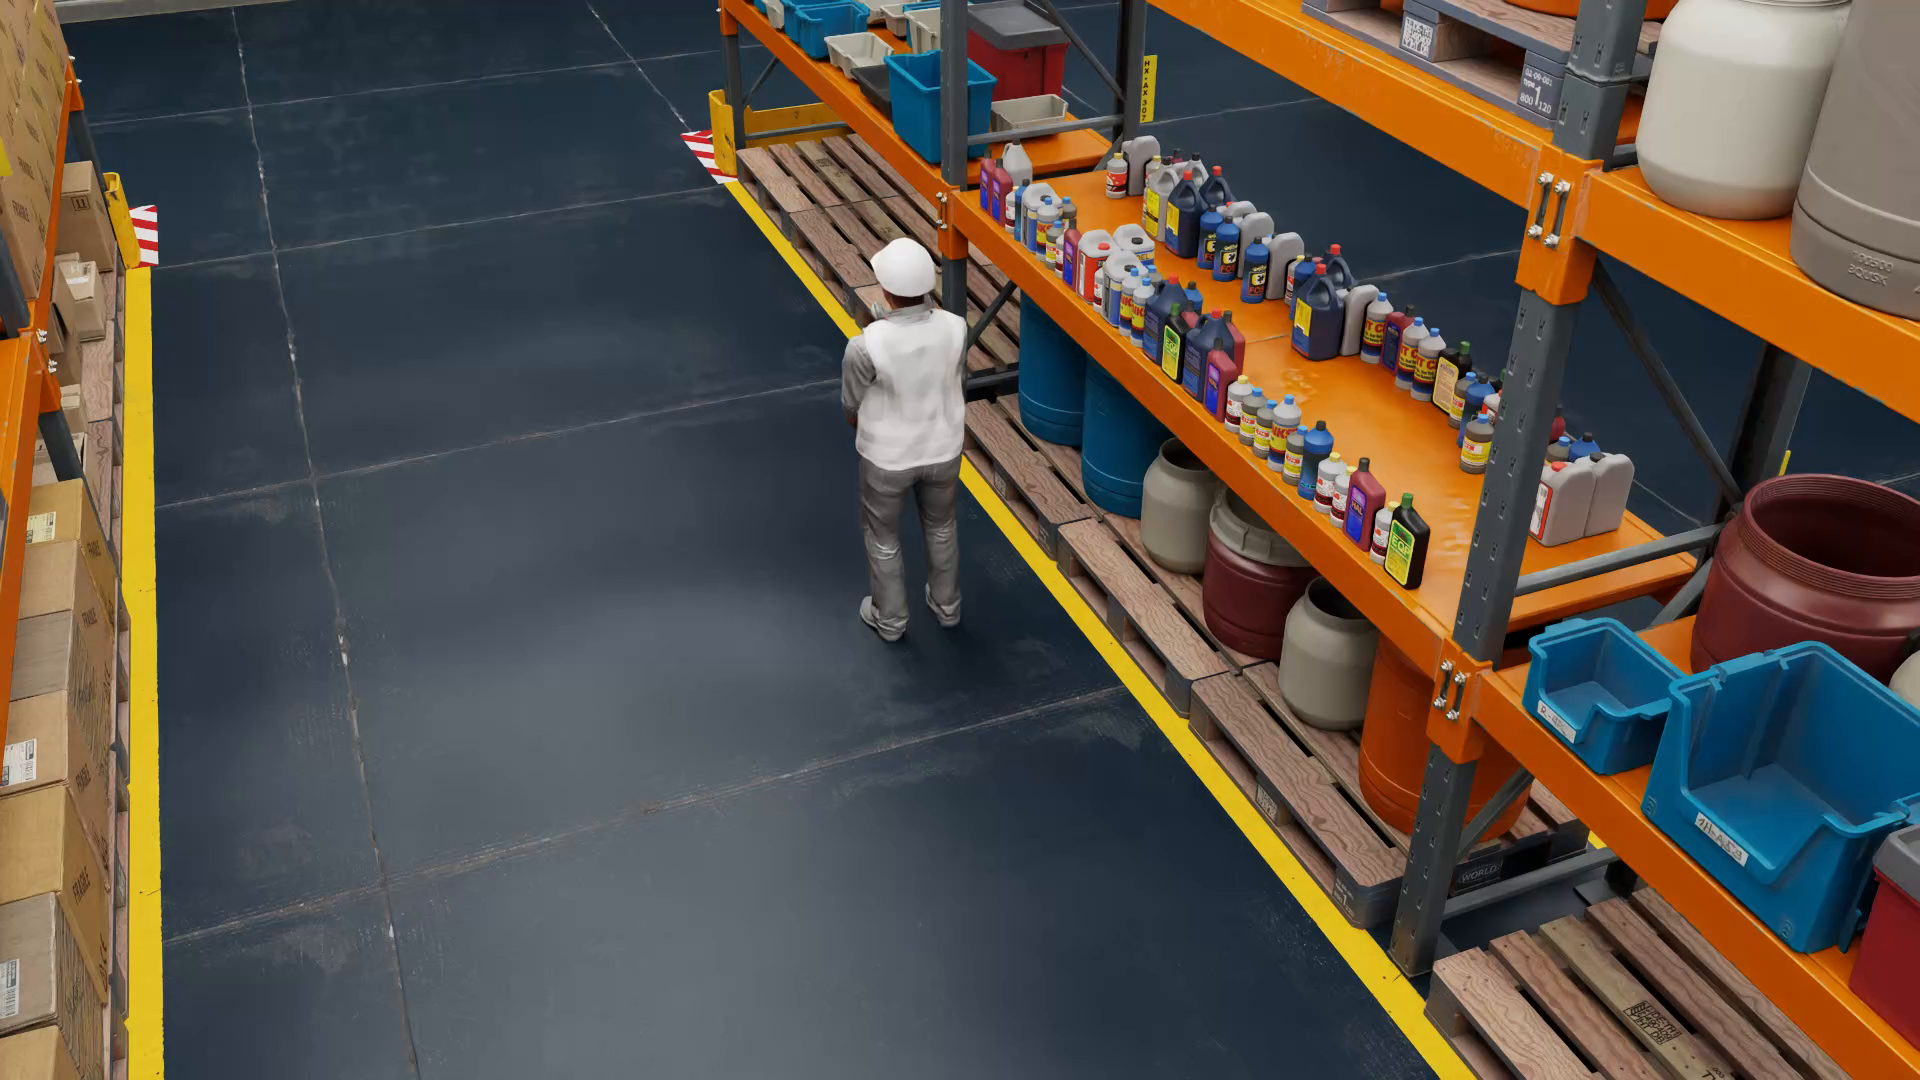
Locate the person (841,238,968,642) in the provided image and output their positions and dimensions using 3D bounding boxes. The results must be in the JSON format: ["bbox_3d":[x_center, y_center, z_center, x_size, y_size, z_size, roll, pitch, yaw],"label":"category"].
[{"bbox_3d":[-0.238,-0.420,6.752,0.528,1.777,0.529,-13,36,-19],"label":"person"}]
